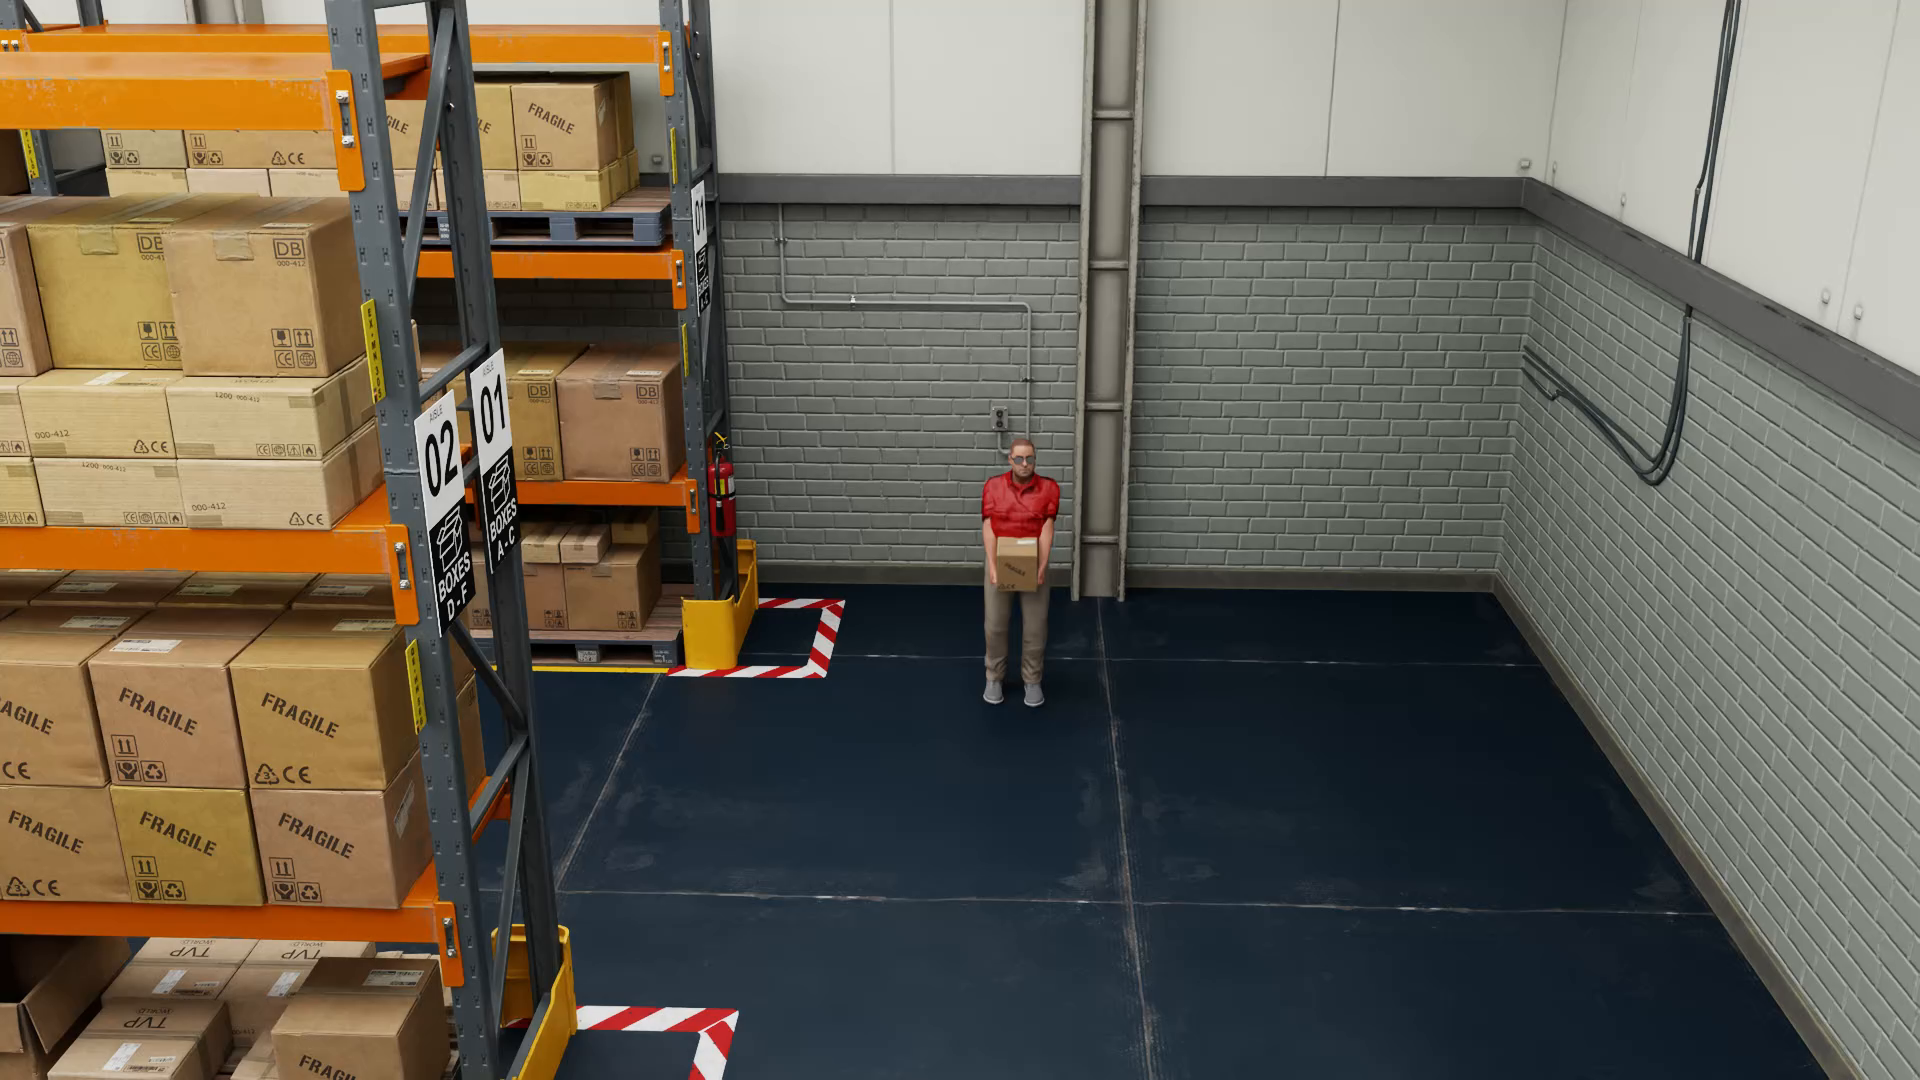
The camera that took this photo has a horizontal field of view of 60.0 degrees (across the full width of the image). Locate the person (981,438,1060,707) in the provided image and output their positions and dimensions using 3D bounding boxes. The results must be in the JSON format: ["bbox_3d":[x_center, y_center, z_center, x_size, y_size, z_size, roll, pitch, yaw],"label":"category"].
[{"bbox_3d":[0.376,0.230,10.508,0.493,1.719,0.530,1,21,2],"label":"person"}]
